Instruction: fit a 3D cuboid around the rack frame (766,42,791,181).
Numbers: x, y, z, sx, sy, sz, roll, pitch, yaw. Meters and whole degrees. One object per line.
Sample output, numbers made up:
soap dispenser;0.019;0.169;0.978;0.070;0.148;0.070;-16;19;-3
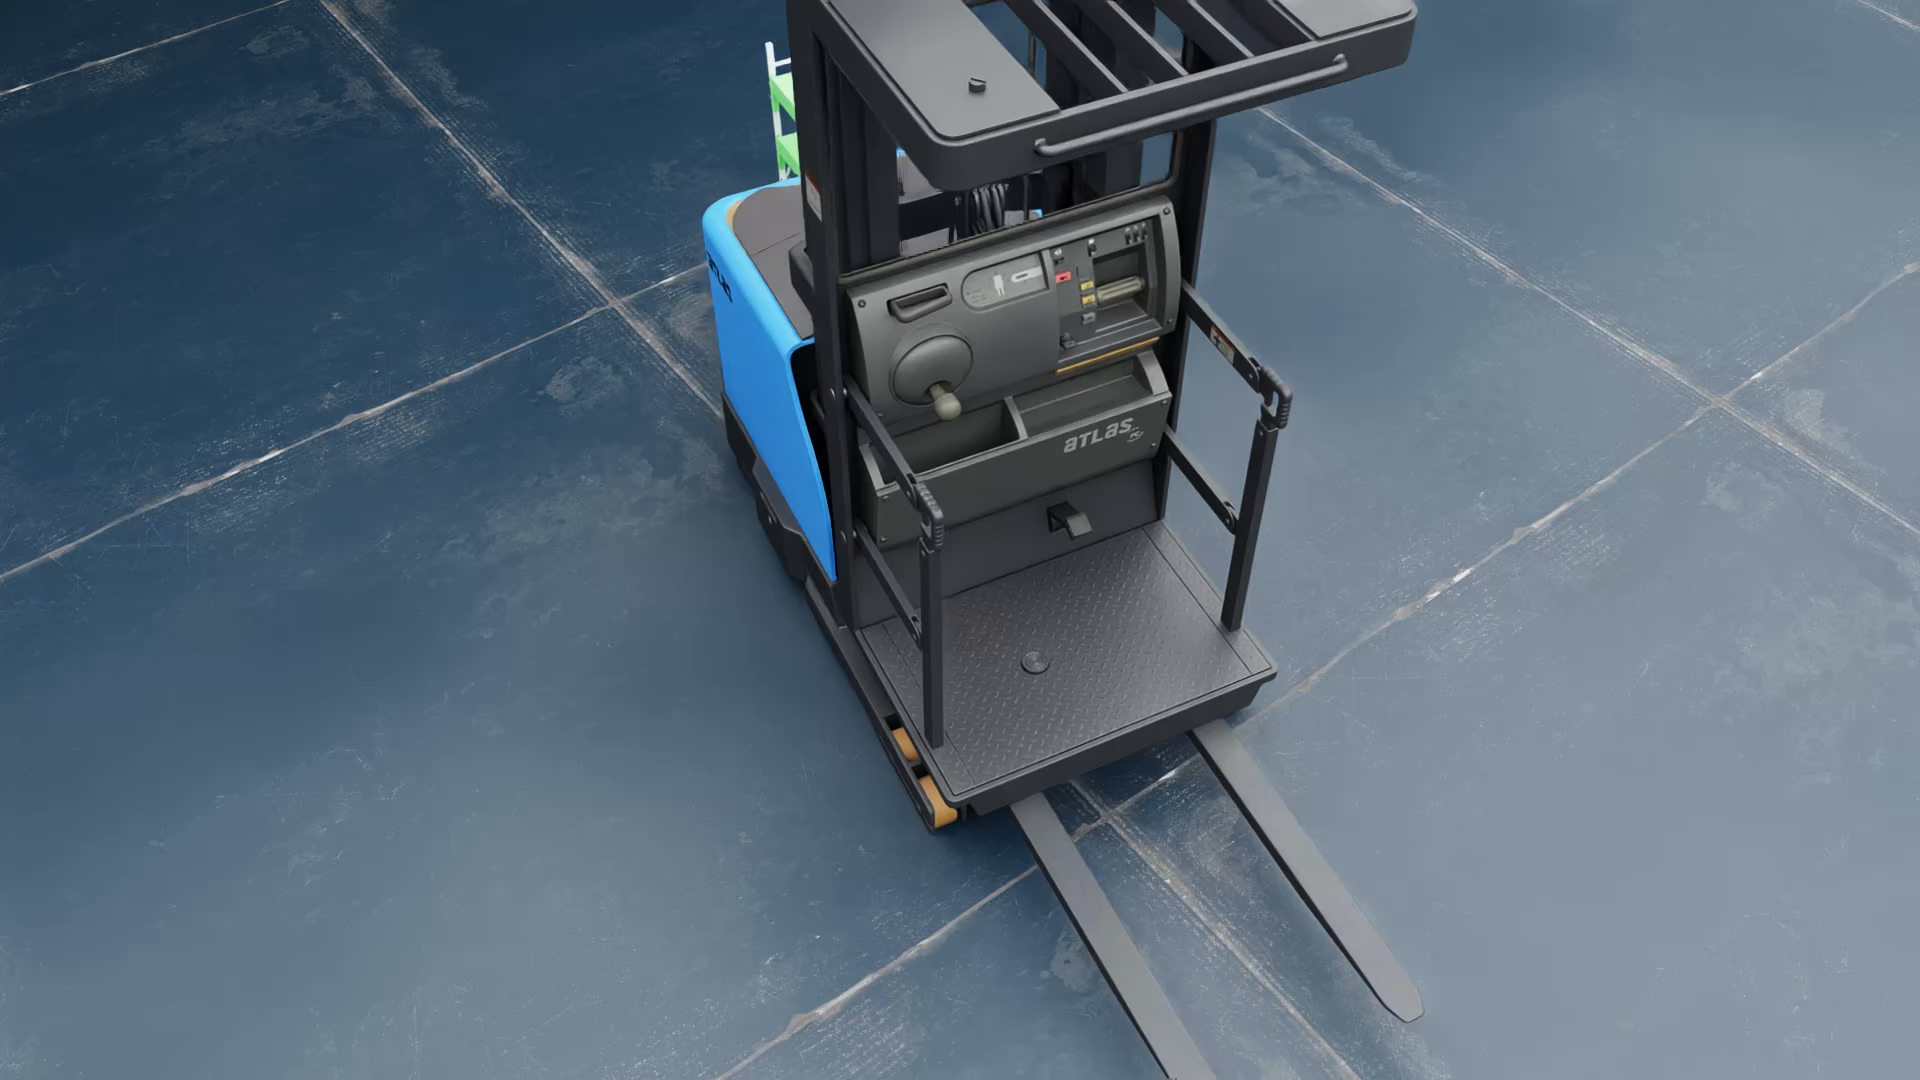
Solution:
rack frame;-0.547;-1.316;6.133;0.240;1.200;0.015;-21;50;-18

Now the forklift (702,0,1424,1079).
forklift;0.256;-0.505;4.229;1.130;2.935;3.031;-20;51;-17

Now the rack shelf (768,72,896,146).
rack shelf;-0.440;-1.444;5.681;0.258;0.148;0.480;-21;50;-18

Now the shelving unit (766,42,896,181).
shelving unit;-0.436;-1.159;5.984;0.258;1.200;0.503;-21;50;-18

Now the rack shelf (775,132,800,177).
rack shelf;-0.437;-1.279;5.856;0.258;0.148;0.480;-21;50;-18
